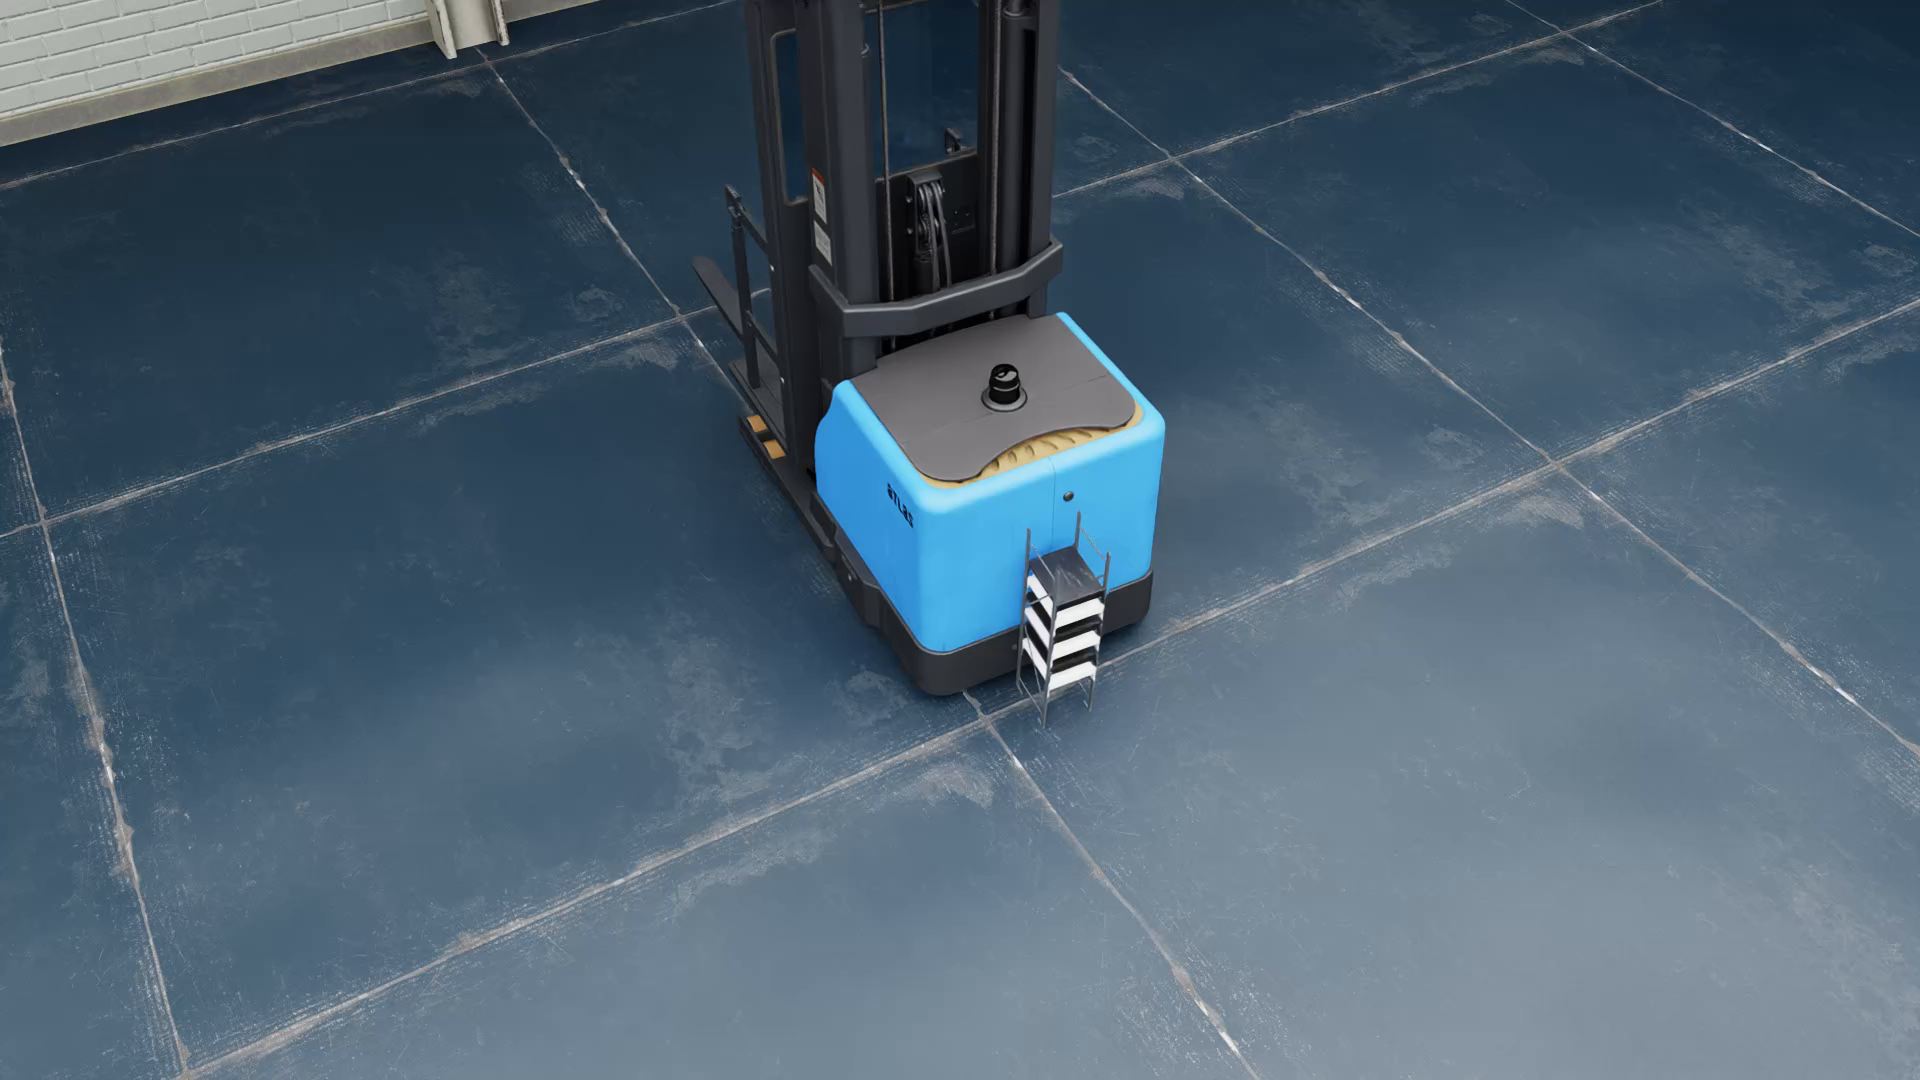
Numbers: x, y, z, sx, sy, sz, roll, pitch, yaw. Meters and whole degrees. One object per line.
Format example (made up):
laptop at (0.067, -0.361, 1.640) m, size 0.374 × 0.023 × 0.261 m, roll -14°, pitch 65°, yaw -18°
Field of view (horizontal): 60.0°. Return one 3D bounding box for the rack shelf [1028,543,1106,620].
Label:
rack shelf at (0.380, 0.149, 6.030) m, size 0.200 × 0.077 × 0.258 m, roll -18°, pitch 50°, yaw -18°

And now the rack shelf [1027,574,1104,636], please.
rack shelf at (0.378, 0.211, 6.096) m, size 0.200 × 0.077 × 0.258 m, roll -18°, pitch 50°, yaw -18°

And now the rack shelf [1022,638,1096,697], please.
rack shelf at (0.371, 0.457, 6.359) m, size 0.200 × 0.077 × 0.258 m, roll -18°, pitch 50°, yaw -18°

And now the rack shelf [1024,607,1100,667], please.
rack shelf at (0.375, 0.334, 6.227) m, size 0.200 × 0.077 × 0.258 m, roll -18°, pitch 50°, yaw -18°

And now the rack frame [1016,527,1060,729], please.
rack frame at (0.283, 0.342, 6.172) m, size 0.006 × 0.900 × 0.240 m, roll -18°, pitch 50°, yaw -18°

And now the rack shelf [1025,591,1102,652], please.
rack shelf at (0.376, 0.272, 6.162) m, size 0.200 × 0.077 × 0.258 m, roll -18°, pitch 50°, yaw -18°

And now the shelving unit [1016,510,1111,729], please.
shelving unit at (0.375, 0.311, 6.203) m, size 0.210 × 0.900 × 0.258 m, roll -18°, pitch 50°, yaw -18°

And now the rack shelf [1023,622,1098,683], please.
rack shelf at (0.373, 0.395, 6.293) m, size 0.200 × 0.077 × 0.258 m, roll -18°, pitch 50°, yaw -18°

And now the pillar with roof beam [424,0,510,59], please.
pillar with roof beam at (-0.908, -3.749, 4.581) m, size 0.400 × 9.000 × 9.100 m, roll -22°, pitch 48°, yaw -21°

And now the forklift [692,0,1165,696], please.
forklift at (-0.350, -1.473, 6.593) m, size 1.130 × 2.935 × 3.031 m, roll -20°, pitch 48°, yaw -19°

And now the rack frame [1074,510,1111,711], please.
rack frame at (0.467, 0.281, 6.234) m, size 0.006 × 0.900 × 0.240 m, roll -18°, pitch 50°, yaw -18°
